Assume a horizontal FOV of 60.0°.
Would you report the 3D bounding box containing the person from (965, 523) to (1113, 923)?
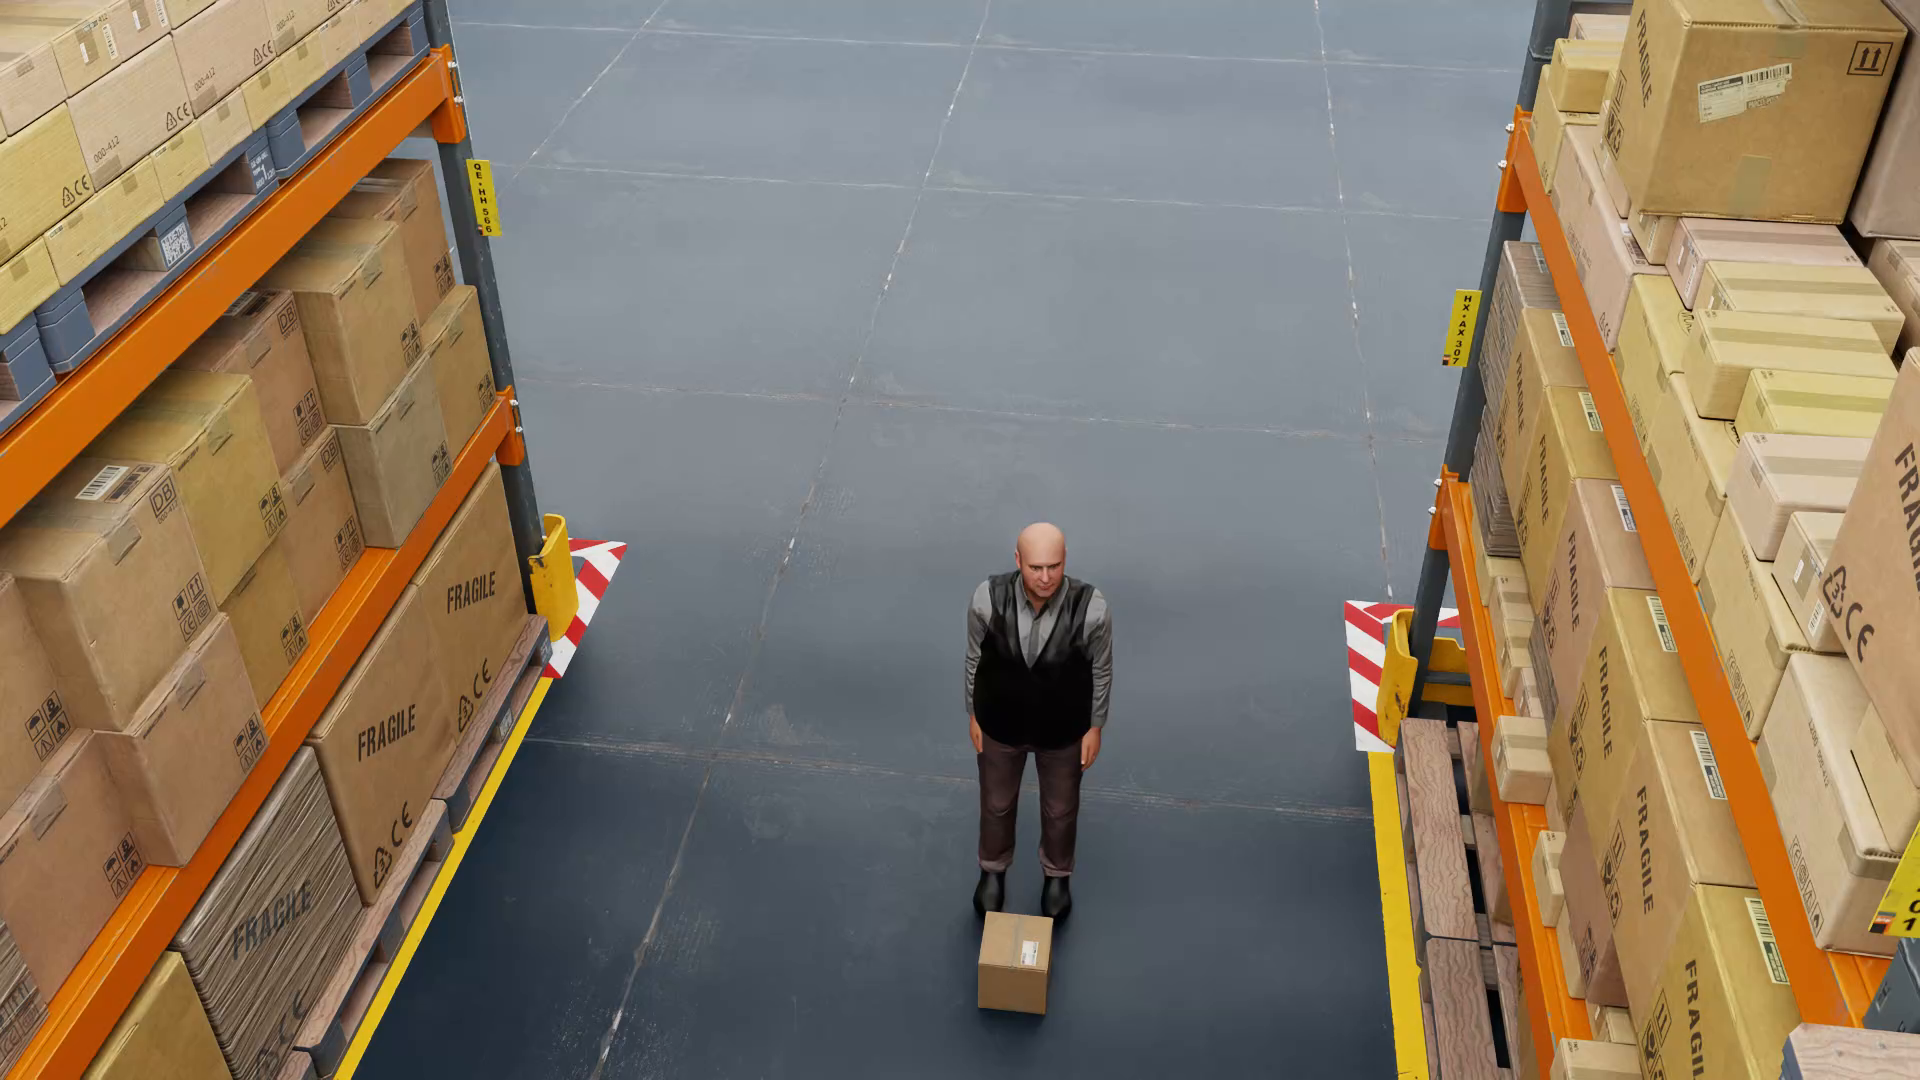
[{"bbox_3d":[0.277,0.686,6.098,0.534,1.728,0.373,5,36,7],"label":"person"}]
